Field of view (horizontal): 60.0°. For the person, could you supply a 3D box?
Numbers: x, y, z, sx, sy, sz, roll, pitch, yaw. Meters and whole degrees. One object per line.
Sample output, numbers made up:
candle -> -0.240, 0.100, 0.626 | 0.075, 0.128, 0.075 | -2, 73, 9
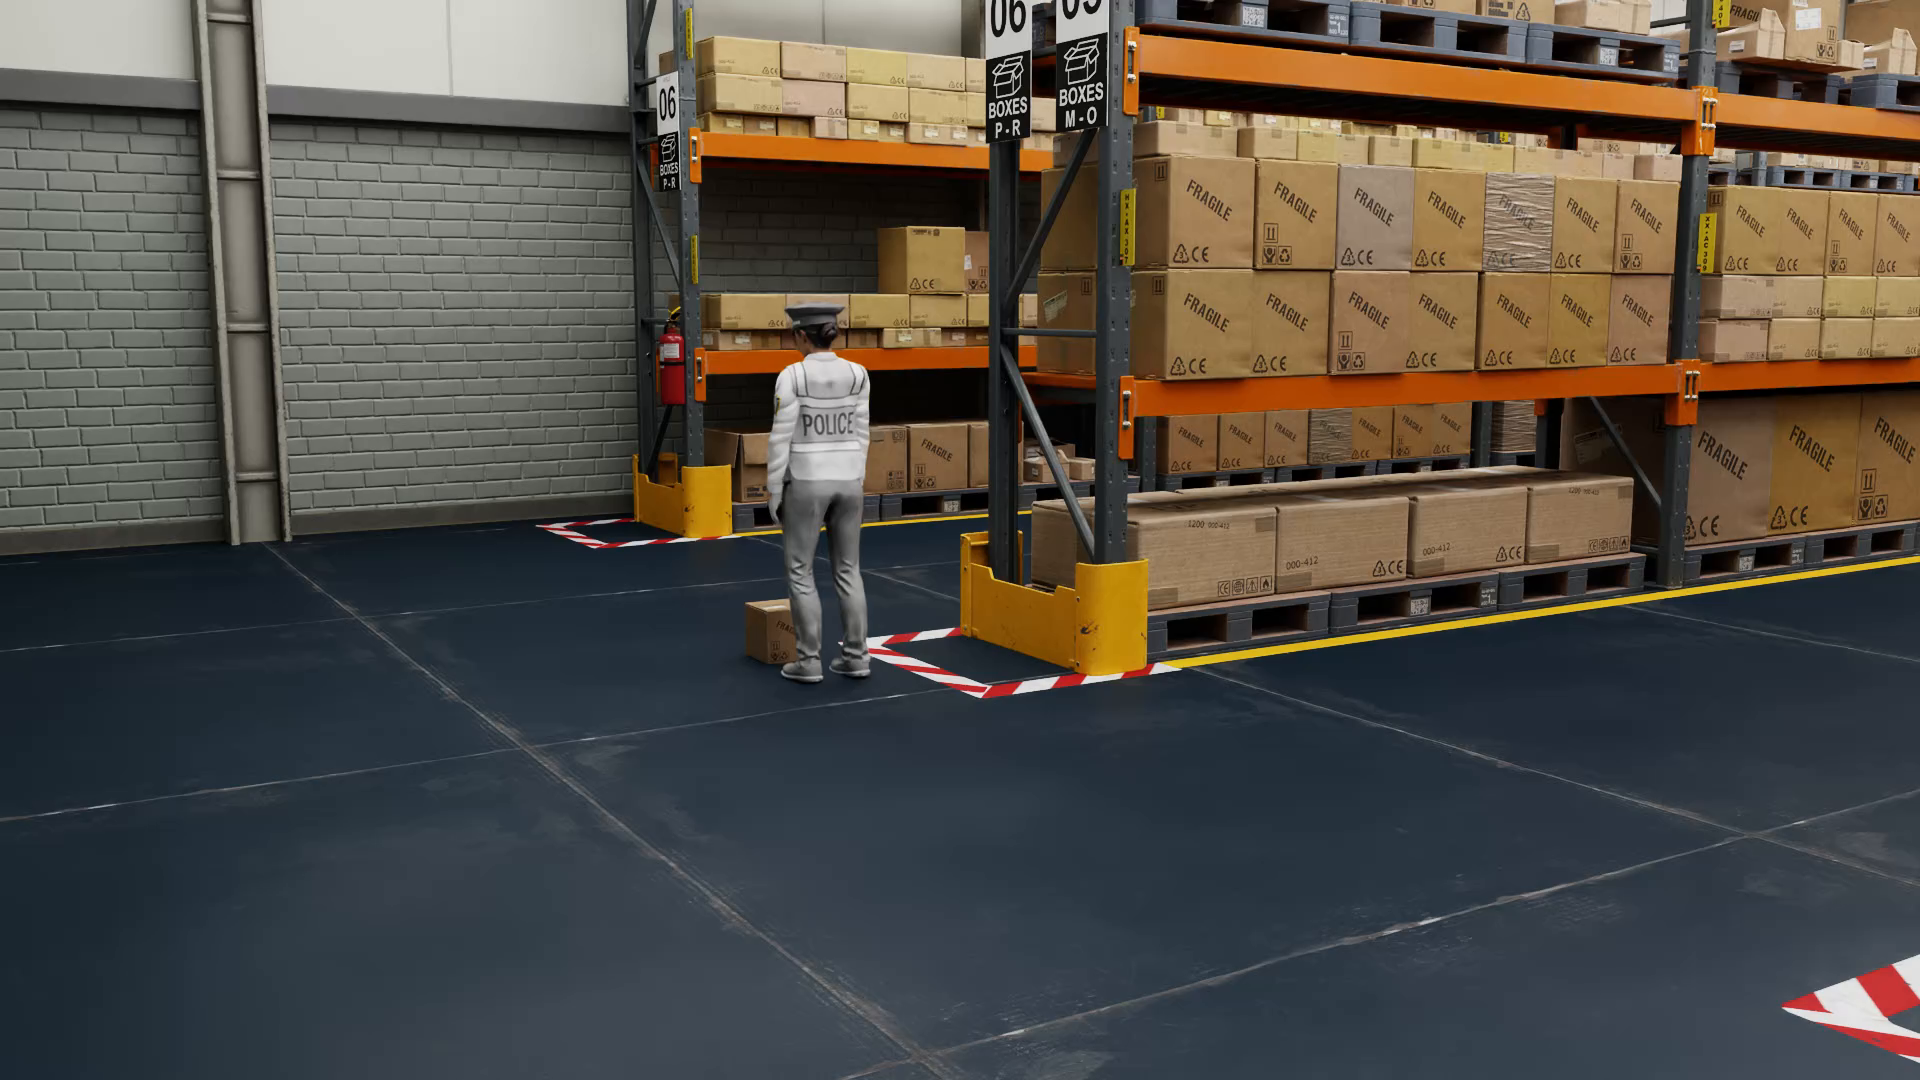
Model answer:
person -> -0.622, -0.206, 7.286 | 0.471, 1.664, 0.327 | -5, 10, -30
